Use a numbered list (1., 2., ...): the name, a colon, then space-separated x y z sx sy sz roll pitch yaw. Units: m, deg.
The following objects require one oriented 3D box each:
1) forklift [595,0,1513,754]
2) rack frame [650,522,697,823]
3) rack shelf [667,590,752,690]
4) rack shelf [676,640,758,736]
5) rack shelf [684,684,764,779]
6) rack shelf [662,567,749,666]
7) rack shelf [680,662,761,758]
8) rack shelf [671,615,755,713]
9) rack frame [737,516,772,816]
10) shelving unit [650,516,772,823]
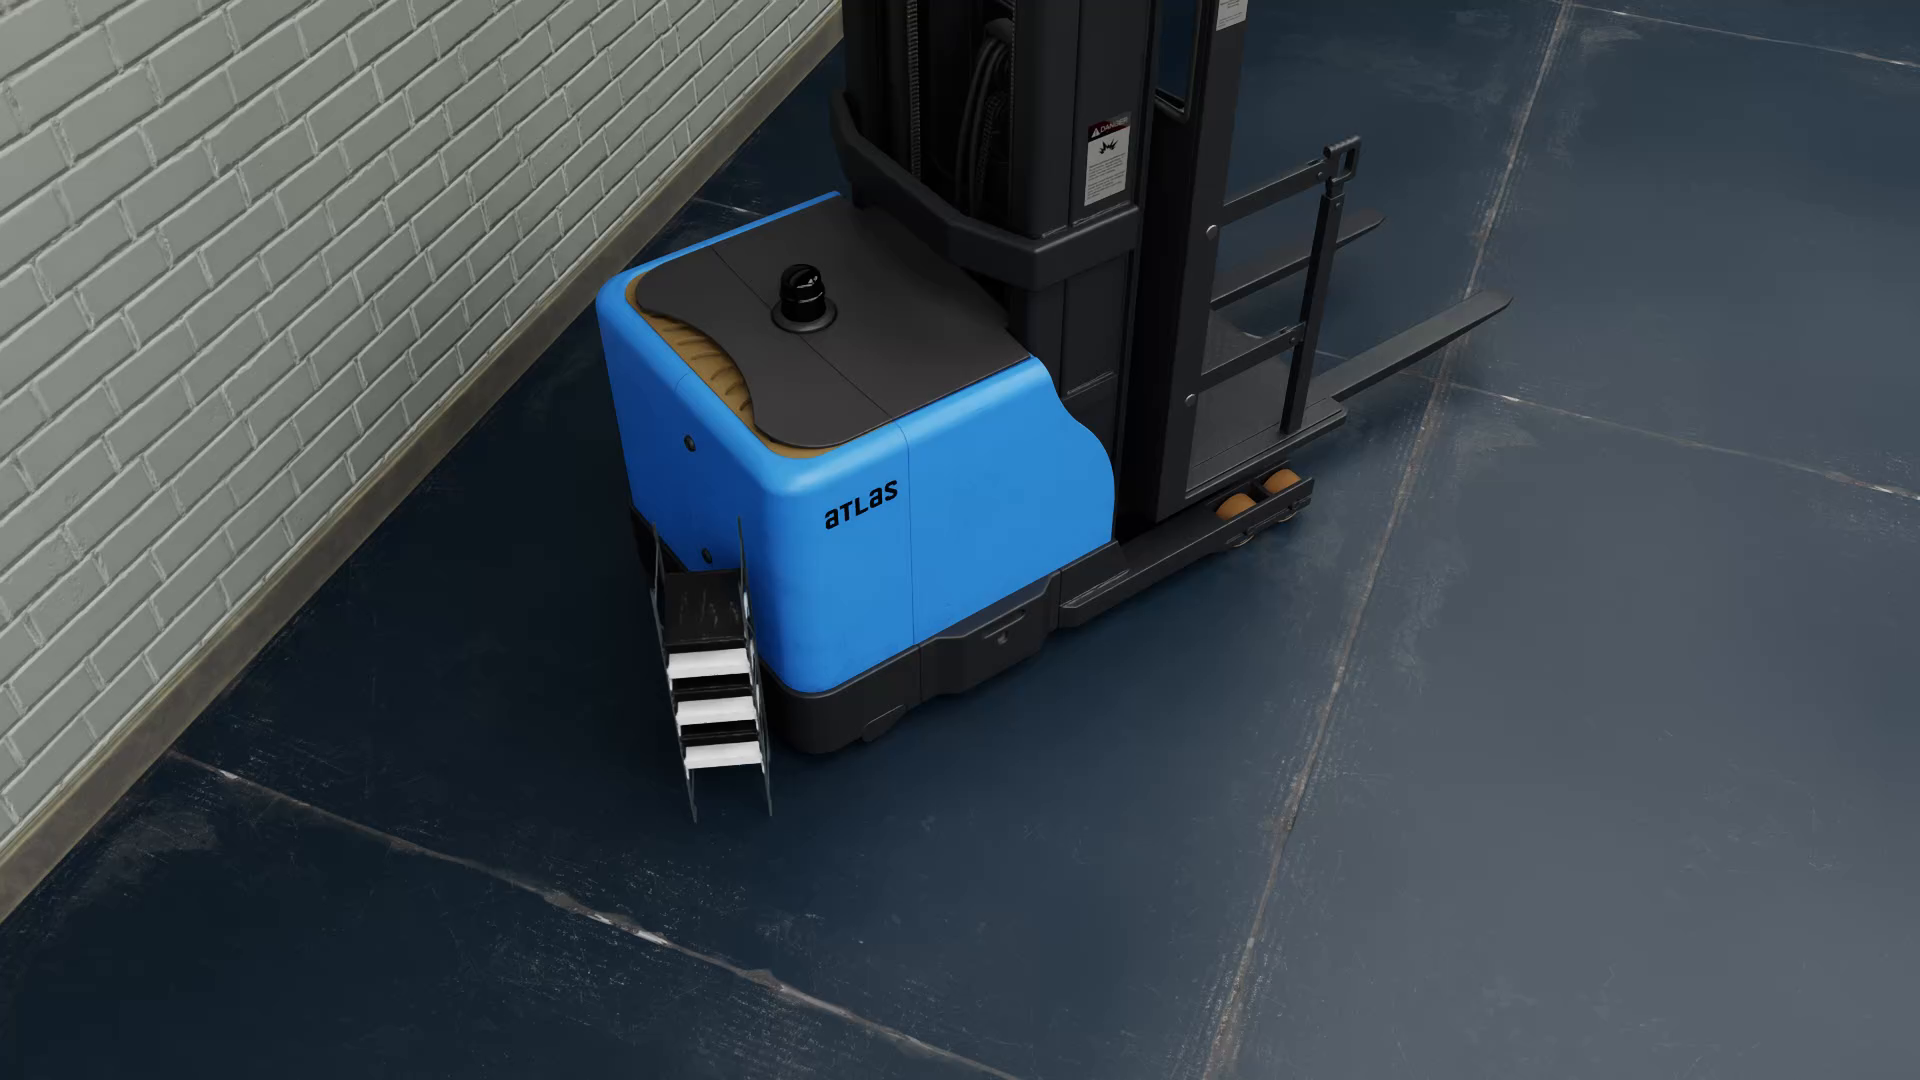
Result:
1. forklift: 0.505 -1.296 4.474 3.031 2.935 1.130 -27 51 -24
2. rack frame: -0.726 0.360 4.251 0.006 0.900 0.240 -4 45 -4
3. rack shelf: -0.625 0.248 4.155 0.200 0.077 0.258 -4 45 -4
4. rack shelf: -0.625 0.376 4.282 0.200 0.077 0.258 -4 45 -4
5. rack shelf: -0.625 0.503 4.409 0.200 0.077 0.258 -4 45 -4
6. rack shelf: -0.625 0.184 4.091 0.200 0.077 0.258 -4 45 -4
7. rack shelf: -0.625 0.439 4.345 0.200 0.077 0.258 -4 45 -4
8. rack shelf: -0.625 0.312 4.218 0.200 0.077 0.258 -4 45 -4
9. rack frame: -0.524 0.345 4.266 0.006 0.900 0.240 -4 45 -4
10. shelving unit: -0.625 0.352 4.258 0.210 0.900 0.258 -4 45 -4
